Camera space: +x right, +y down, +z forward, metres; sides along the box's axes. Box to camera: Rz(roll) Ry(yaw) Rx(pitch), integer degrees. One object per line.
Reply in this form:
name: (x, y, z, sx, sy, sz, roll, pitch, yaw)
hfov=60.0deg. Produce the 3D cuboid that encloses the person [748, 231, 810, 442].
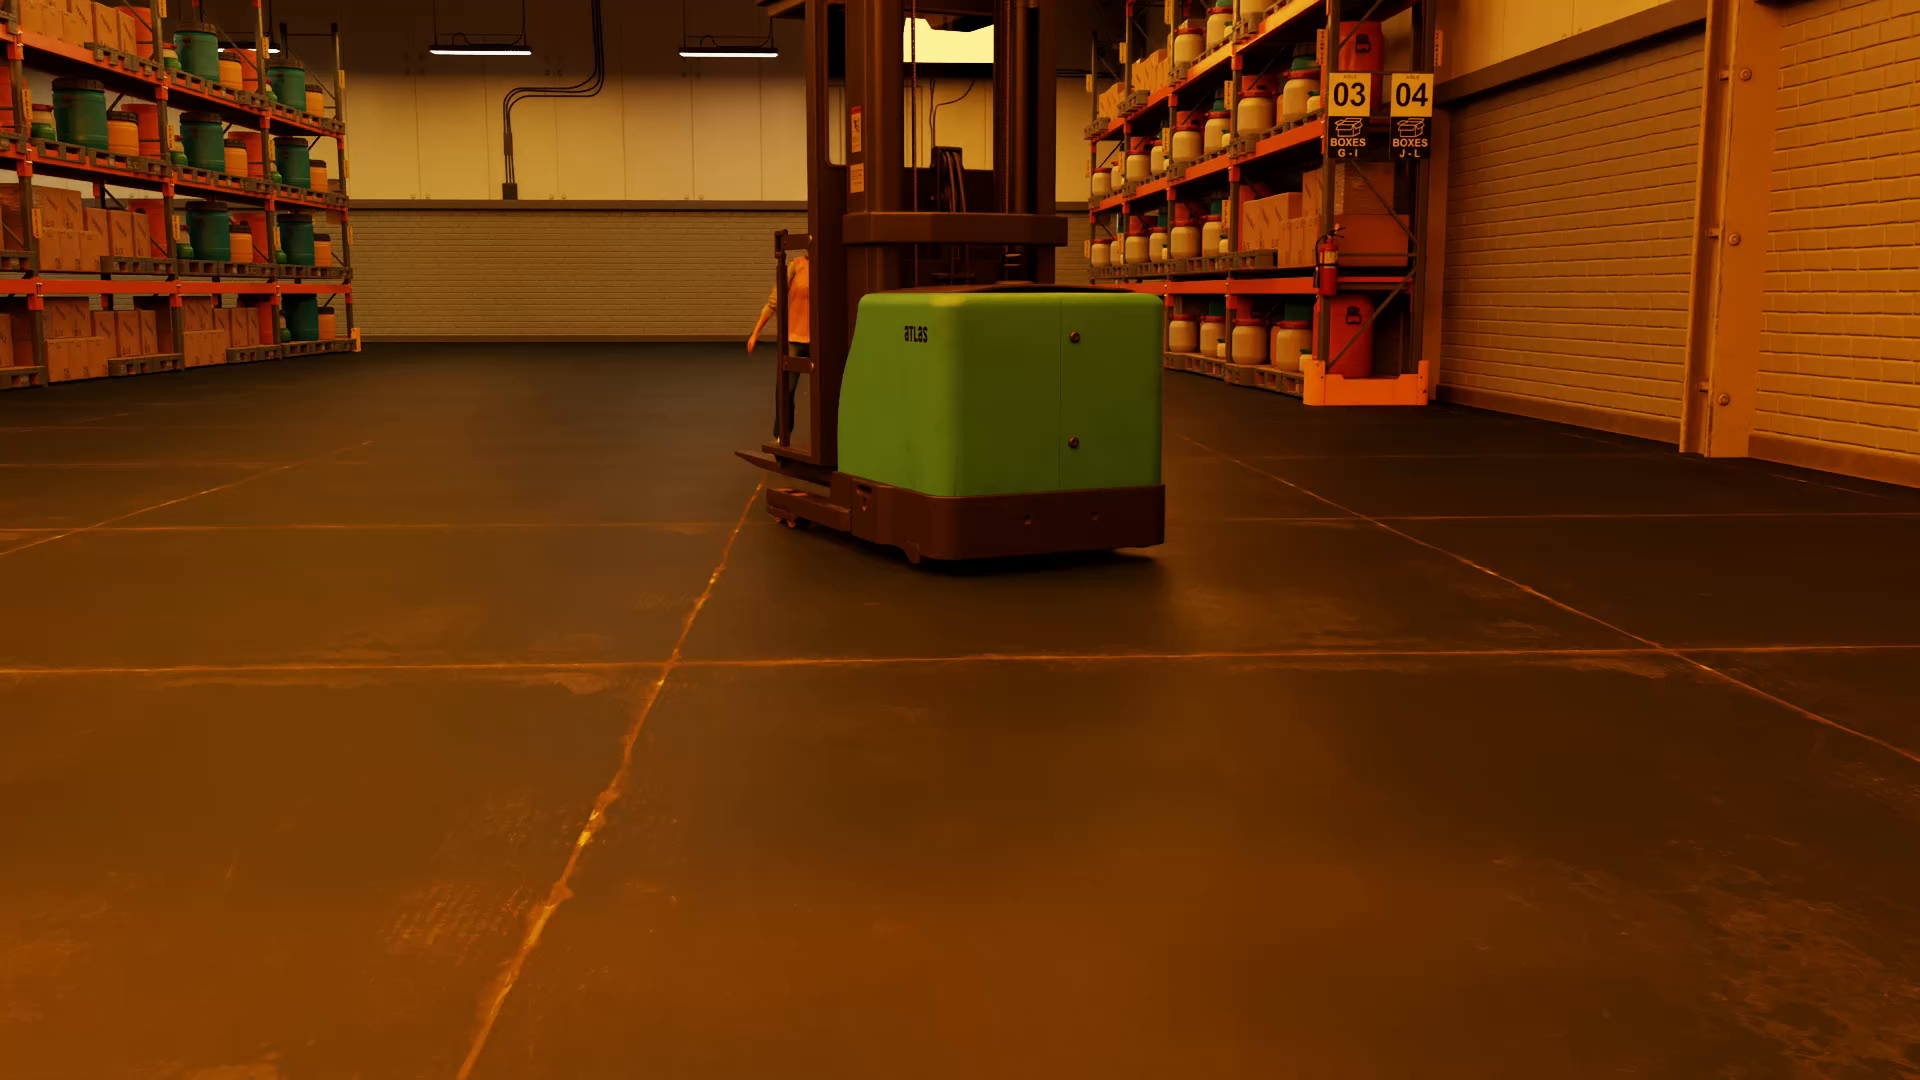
person: (-0.988, -1.265, 10.694, 0.744, 1.521, 0.449, -1, 9, -9)

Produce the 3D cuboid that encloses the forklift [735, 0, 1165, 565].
forklift: (-0.264, -1.530, 7.637, 1.130, 2.935, 3.031, -4, 9, -25)
